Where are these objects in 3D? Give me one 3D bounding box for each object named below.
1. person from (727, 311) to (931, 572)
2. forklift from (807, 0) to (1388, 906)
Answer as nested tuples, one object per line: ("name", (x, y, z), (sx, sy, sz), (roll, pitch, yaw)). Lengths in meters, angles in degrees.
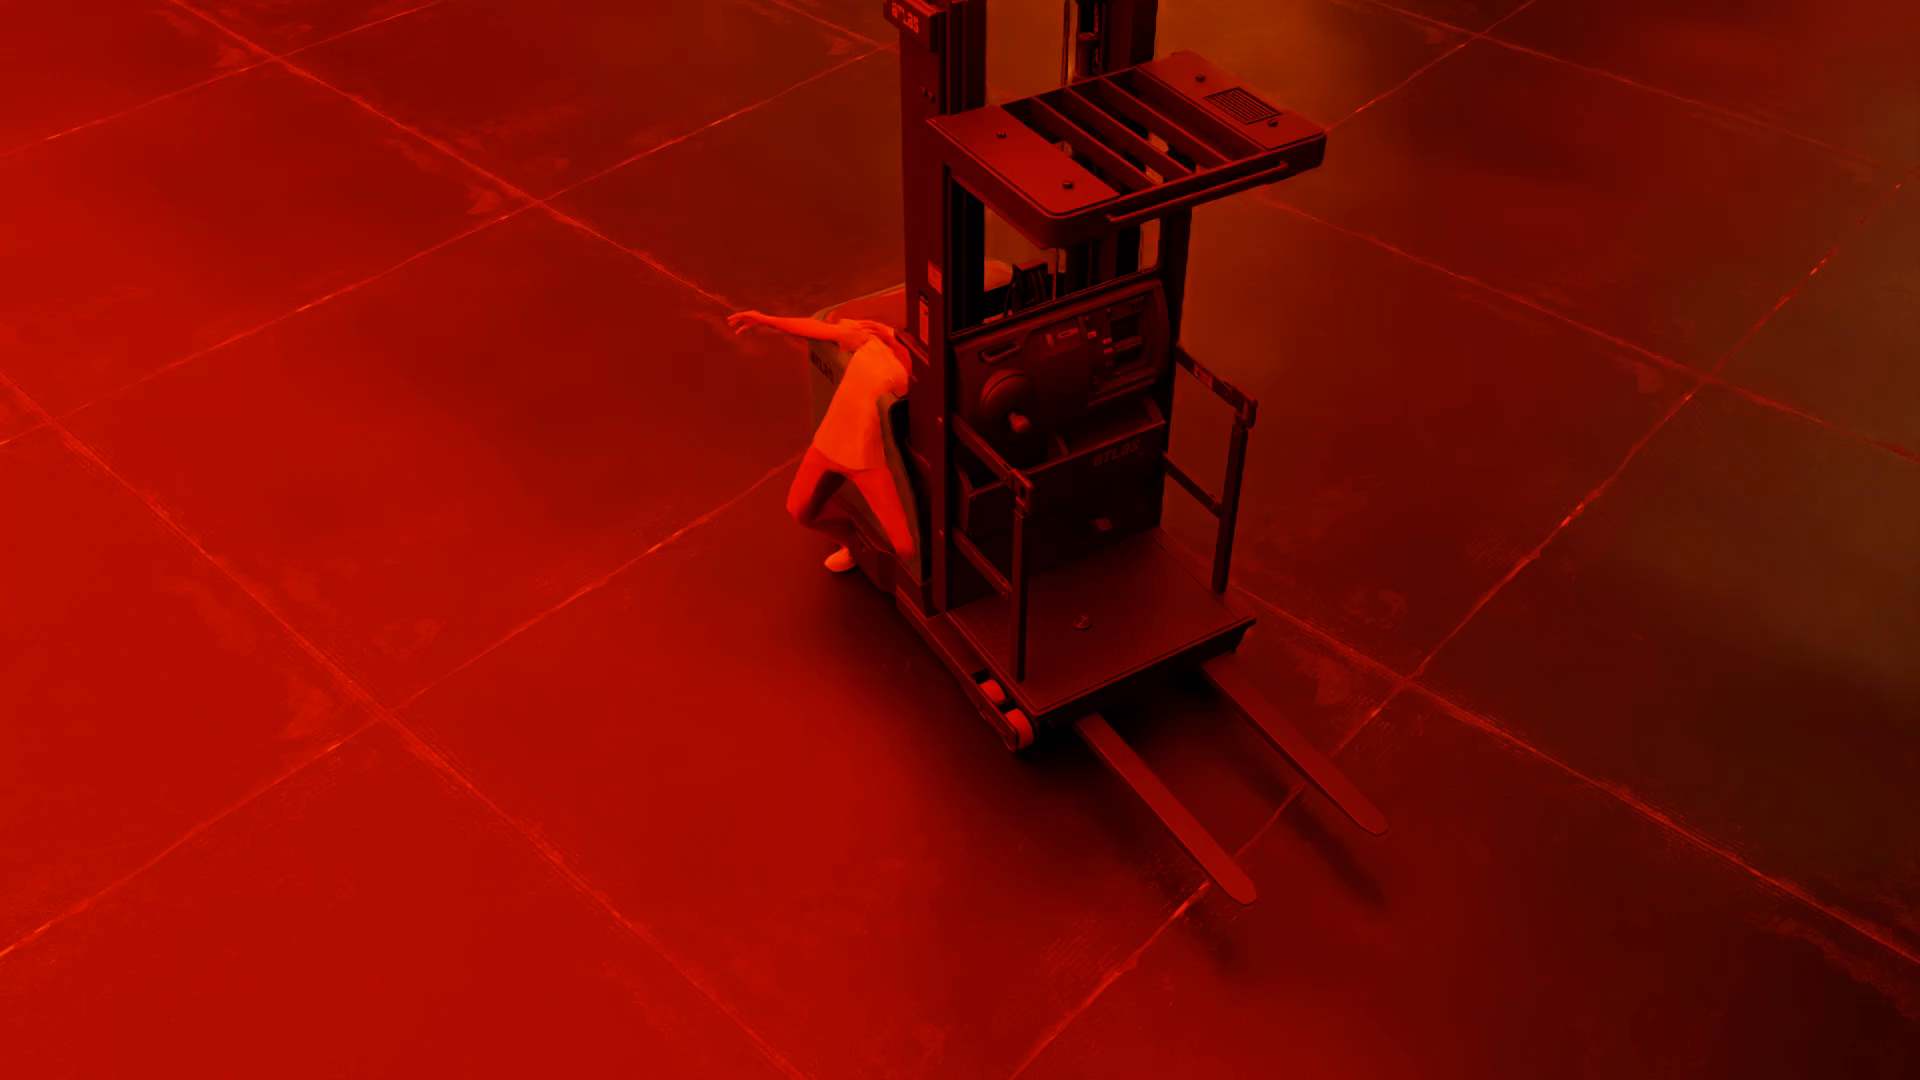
("person", (-0.444, -0.500, 7.075), (0.992, 1.522, 0.642), (21, 45, 23))
("forklift", (0.509, -0.614, 6.144), (1.130, 2.935, 3.031), (-21, 45, -23))
